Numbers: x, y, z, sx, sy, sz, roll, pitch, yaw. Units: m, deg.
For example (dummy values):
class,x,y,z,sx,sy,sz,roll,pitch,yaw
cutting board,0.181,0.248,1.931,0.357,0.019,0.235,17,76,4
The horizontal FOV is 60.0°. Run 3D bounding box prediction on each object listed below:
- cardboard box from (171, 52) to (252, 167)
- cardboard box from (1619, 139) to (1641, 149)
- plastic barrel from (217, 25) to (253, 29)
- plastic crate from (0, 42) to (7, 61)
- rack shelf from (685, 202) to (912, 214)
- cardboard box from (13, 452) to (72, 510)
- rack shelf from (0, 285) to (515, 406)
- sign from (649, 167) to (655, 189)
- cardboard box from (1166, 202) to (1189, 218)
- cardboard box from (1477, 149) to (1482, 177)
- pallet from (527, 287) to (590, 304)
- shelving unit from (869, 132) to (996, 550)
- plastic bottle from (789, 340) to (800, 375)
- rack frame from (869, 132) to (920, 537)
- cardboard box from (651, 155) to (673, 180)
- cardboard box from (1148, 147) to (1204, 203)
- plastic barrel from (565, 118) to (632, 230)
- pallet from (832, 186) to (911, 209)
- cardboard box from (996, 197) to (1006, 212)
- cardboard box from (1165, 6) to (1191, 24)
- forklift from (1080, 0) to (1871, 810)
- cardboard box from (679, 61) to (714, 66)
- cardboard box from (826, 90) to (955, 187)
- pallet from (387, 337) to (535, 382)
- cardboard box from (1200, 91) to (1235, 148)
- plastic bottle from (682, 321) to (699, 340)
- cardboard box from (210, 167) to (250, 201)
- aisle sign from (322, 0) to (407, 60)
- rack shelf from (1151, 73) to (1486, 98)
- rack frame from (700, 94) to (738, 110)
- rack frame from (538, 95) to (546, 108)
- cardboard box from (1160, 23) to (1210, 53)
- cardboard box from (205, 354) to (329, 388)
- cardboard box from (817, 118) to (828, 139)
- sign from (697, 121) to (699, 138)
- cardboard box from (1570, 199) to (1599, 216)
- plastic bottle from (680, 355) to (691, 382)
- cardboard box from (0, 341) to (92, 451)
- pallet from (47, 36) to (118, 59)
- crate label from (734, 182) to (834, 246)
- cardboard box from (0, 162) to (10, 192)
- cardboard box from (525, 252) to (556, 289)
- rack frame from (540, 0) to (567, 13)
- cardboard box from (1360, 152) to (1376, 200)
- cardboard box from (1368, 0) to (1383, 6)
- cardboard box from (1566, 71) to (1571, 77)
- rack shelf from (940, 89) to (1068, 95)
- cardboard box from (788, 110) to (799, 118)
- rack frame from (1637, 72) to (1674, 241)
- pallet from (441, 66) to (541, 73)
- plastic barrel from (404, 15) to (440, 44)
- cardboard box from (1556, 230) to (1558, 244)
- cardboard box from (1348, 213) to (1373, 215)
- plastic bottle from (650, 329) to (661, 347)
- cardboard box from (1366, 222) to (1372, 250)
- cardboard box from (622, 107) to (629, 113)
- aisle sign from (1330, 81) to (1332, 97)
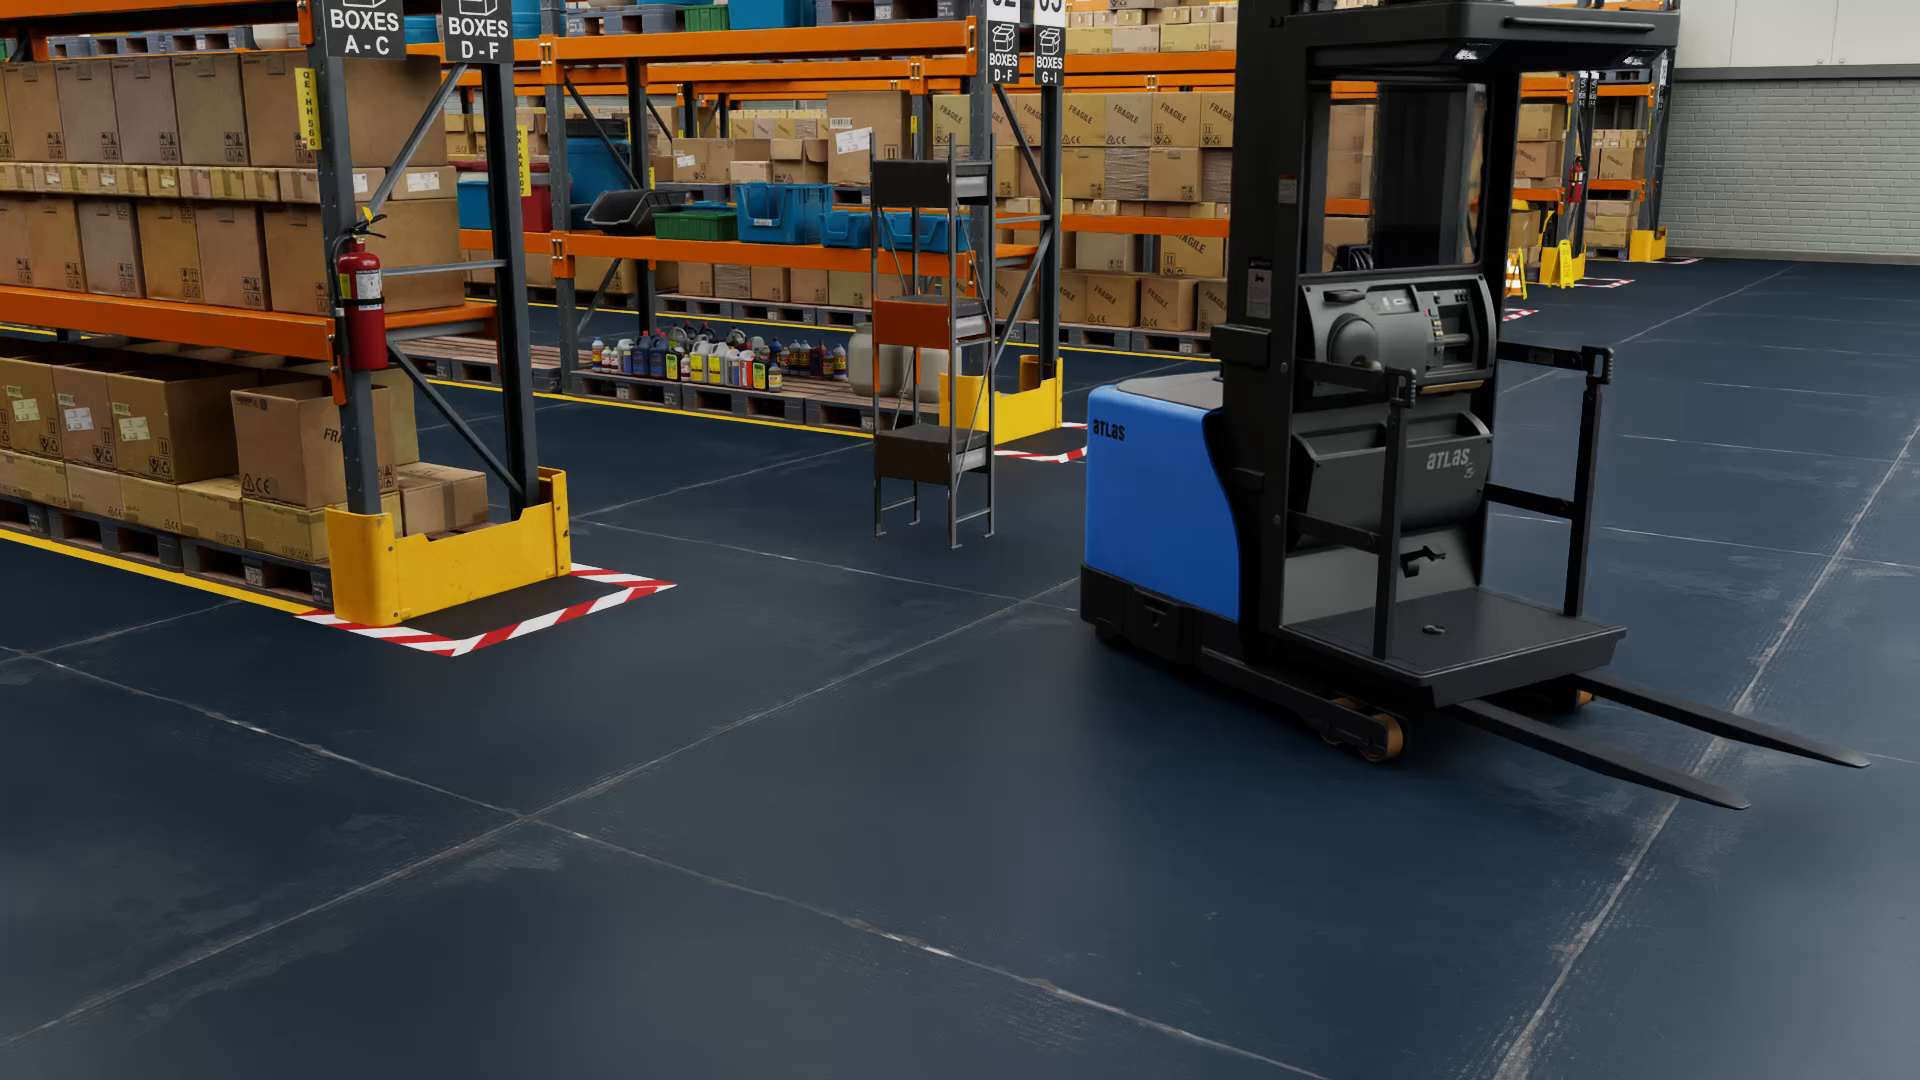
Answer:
class,x,y,z,sx,sy,sz,roll,pitch,yaw
cardboard box,-3.241,-2.031,7.879,0.500,0.500,0.700,9,16,31
cardboard box,11.008,-6.506,27.306,0.250,0.149,0.380,9,17,34
plastic barrel,-6.717,-5.217,15.644,0.708,0.830,0.600,9,17,33
plastic crate,-10.087,-5.158,17.614,0.662,0.188,0.450,9,17,33
rack shelf,-1.824,-3.642,18.789,4.000,0.370,1.077,9,17,33
cardboard box,-4.657,-0.358,8.876,0.500,0.250,0.500,9,17,33
rack shelf,-4.037,-1.130,8.645,4.000,0.370,1.077,9,17,33
sign,-2.613,-2.978,14.033,0.005,0.325,0.100,9,17,33
cardboard box,2.161,-3.155,15.848,0.250,0.149,0.380,9,17,33
cardboard box,7.668,-5.441,23.733,0.500,0.500,0.500,9,17,33
pallet,-5.104,-3.190,21.270,1.213,0.211,1.003,9,17,33
shelving unit,-0.137,-1.041,8.661,0.503,2.100,0.431,9,17,33
plastic bottle,-1.308,-1.452,13.210,0.097,0.271,0.097,0,14,0
rack frame,-0.340,-1.074,8.793,0.015,2.100,0.400,9,17,33
cardboard box,-3.735,-4.427,20.256,0.500,0.500,0.500,10,17,34
cardboard box,2.232,-3.501,15.898,0.500,0.500,0.875,9,17,33
plastic barrel,-3.080,-3.091,14.022,0.708,0.901,0.600,9,17,33
pallet,-0.718,-3.761,18.173,1.213,0.211,1.003,9,17,33
cardboard box,0.482,-3.416,16.903,0.250,0.149,0.380,9,17,33
cardboard box,2.090,-4.840,15.373,0.250,0.149,0.380,9,17,33
forklift,1.723,-0.785,5.895,1.130,2.935,3.031,-9,16,-31
cardboard box,-2.810,-5.460,18.705,0.500,0.250,0.500,10,17,34
cardboard box,-0.746,-4.352,18.039,1.000,1.000,1.000,9,17,33
pallet,-4.619,-1.642,15.019,1.213,0.211,1.003,9,17,33
cardboard box,2.560,-3.889,15.383,0.500,0.500,0.500,9,17,33
plastic bottle,-2.234,-1.634,13.778,0.185,0.351,0.144,9,16,31
cardboard box,-3.231,-1.657,7.717,0.250,0.149,0.380,9,16,32
aisle sign,-2.487,-2.406,6.890,0.004,0.787,0.394,9,17,33
rack shelf,4.347,-5.537,20.202,4.000,0.370,1.077,9,17,33
rack frame,-4.591,-7.308,32.102,0.127,3.000,1.000,9,17,33
rack frame,-7.270,-6.307,28.060,0.127,3.000,1.000,9,17,33
cardboard box,2.197,-4.650,15.434,0.500,0.250,0.500,9,17,33
cardboard box,-3.536,-0.692,8.664,0.500,0.500,0.500,9,17,33
cardboard box,-2.234,-7.383,30.117,0.500,0.500,0.500,9,16,32
sign,-3.189,-4.892,20.098,0.005,0.325,0.100,9,17,33
cardboard box,10.469,-5.574,27.864,0.500,0.250,0.500,10,17,34
plastic bottle,-2.112,-1.331,12.867,0.097,0.201,0.097,0,14,0
cardboard box,-5.067,-0.791,9.063,0.500,0.500,0.500,9,17,33
pallet,-8.862,-5.087,17.280,1.003,0.211,1.213,9,17,33
crate label,-1.288,-2.409,12.237,0.616,0.435,0.502,9,17,33
cardboard box,-4.940,-1.934,8.835,0.250,0.149,0.380,9,17,32
cardboard box,-4.780,-3.649,20.870,0.875,0.875,1.225,9,17,33
rack frame,-2.929,-5.647,12.908,0.127,3.000,1.000,9,17,33
cardboard box,5.205,-4.344,19.819,0.550,0.550,0.875,9,17,33
cardboard box,4.903,-6.215,19.227,0.250,0.149,0.380,10,17,34
cardboard box,8.591,-6.605,23.545,0.250,0.149,0.380,9,17,33
rack shelf,0.387,-7.610,28.577,4.000,0.370,1.077,9,17,33
cardboard box,-2.943,-7.812,30.500,0.250,0.149,0.380,9,17,33
rack frame,11.452,-6.152,27.434,0.127,3.000,1.000,9,17,33
pallet,-6.015,-6.045,21.158,1.217,0.209,0.805,8,16,31
plastic barrel,-4.557,-4.635,14.018,0.708,0.901,0.600,9,17,33
cardboard box,10.069,-5.159,28.269,0.500,0.250,0.500,9,17,33
cardboard box,6.156,-4.729,24.973,0.500,0.500,0.500,10,17,35
plastic bottle,-2.410,-1.500,13.239,0.185,0.351,0.144,9,17,33
cardboard box,5.407,-3.412,19.911,0.875,0.875,0.875,9,17,33
cardboard box,-4.924,-6.527,26.038,0.500,0.500,0.500,9,16,31
aisle sign,3.373,-4.500,15.347,0.004,0.787,0.394,9,17,33
